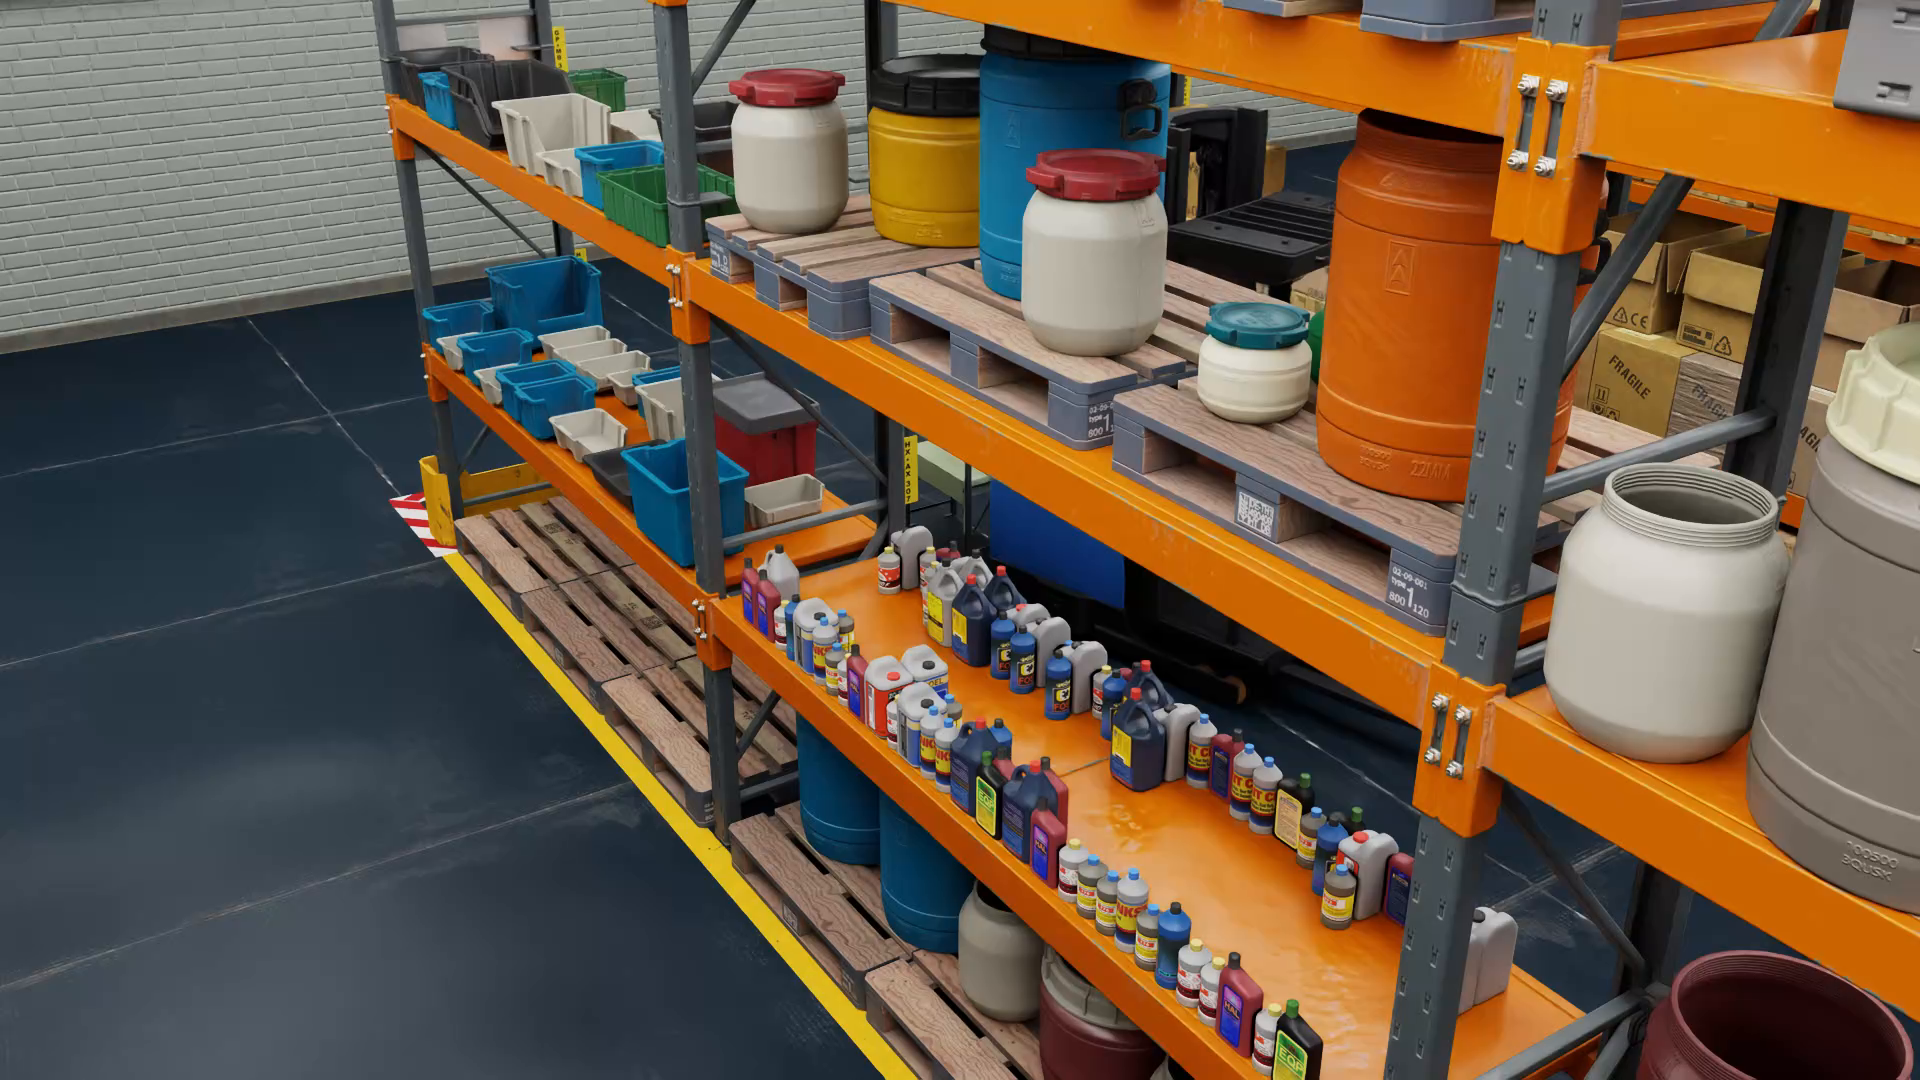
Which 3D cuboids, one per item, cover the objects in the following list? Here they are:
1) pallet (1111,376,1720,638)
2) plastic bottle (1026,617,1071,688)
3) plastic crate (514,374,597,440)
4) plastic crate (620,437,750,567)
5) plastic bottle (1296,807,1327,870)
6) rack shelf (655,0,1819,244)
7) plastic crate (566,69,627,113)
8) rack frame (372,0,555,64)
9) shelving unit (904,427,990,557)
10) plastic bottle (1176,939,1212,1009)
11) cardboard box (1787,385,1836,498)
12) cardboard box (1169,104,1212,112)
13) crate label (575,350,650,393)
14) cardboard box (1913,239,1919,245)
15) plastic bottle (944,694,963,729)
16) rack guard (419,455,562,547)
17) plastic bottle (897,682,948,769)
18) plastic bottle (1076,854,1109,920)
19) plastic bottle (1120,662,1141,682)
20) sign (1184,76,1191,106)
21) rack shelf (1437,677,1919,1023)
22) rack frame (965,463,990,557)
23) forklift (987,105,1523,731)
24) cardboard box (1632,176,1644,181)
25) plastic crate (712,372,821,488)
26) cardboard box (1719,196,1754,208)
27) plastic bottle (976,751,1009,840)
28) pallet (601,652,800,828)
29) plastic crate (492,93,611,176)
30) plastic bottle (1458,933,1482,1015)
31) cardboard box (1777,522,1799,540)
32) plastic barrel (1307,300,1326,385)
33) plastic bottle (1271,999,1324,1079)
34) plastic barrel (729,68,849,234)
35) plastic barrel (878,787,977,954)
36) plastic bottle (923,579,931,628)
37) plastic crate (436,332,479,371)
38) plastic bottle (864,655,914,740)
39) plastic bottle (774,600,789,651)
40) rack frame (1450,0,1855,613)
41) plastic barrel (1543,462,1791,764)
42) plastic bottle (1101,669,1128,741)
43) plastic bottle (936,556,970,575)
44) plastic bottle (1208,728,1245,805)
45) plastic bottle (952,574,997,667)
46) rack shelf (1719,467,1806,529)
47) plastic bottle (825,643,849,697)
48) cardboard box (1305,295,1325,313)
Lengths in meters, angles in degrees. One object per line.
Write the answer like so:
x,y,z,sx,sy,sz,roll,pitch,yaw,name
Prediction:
1.149,-0.201,4.369,1.003,0.211,1.213,-16,29,-30,pallet
0.336,0.417,6.499,0.152,0.276,0.135,-16,29,-30,plastic bottle
-2.141,-0.703,8.851,0.416,0.233,0.300,-16,29,-30,plastic crate
-1.239,-0.172,7.548,0.392,0.384,0.575,-16,29,-30,plastic crate
1.154,0.965,5.424,0.097,0.201,0.097,0,25,0,plastic bottle
0.393,-1.556,4.815,1.077,0.370,4.000,-16,29,-30,rack shelf
-2.105,-2.469,9.201,0.450,0.188,0.336,-16,29,-30,plastic crate
-2.882,-4.208,9.122,1.000,3.000,0.127,-16,29,-30,rack frame
0.004,-0.676,10.425,0.431,1.500,0.755,-16,29,-30,shelving unit
0.680,1.248,4.825,0.097,0.201,0.097,0,25,0,plastic bottle
4.327,-0.499,8.175,0.500,0.500,0.500,-15,29,-29,cardboard box
1.754,-2.942,12.417,0.500,0.500,0.500,-15,29,-29,cardboard box
-1.967,-0.952,9.492,0.396,0.136,0.243,-16,29,-30,crate label
7.310,-2.272,12.344,0.380,0.149,0.250,-16,30,-30,cardboard box
-0.039,0.658,6.074,0.097,0.201,0.097,0,25,0,plastic bottle
-2.906,-0.370,10.948,1.175,0.500,0.348,-16,29,-30,rack guard
-0.133,0.660,5.983,0.152,0.276,0.135,-16,29,-30,plastic bottle
0.414,1.074,5.194,0.097,0.201,0.097,0,25,0,plastic bottle
0.627,0.568,6.169,0.061,0.283,0.133,-16,29,-30,plastic bottle
1.730,-3.401,12.808,0.100,0.325,0.005,-16,29,-30,sign
2.577,1.051,2.339,1.077,0.370,4.000,-16,29,-30,rack shelf
0.203,-0.545,10.147,0.400,1.500,0.023,-16,29,-30,rack frame
1.579,-0.685,8.769,3.031,2.935,1.130,22,33,38,forklift
5.913,-3.212,14.335,0.380,0.149,0.250,-14,29,-27,cardboard box
-0.976,-0.498,8.146,0.402,0.464,0.583,-16,29,-30,plastic crate
6.396,-2.815,13.493,0.380,0.149,0.250,-15,29,-29,cardboard box
0.109,0.851,5.569,0.061,0.283,0.133,-16,29,-30,plastic bottle
-1.133,0.943,8.505,1.003,0.211,1.213,-16,29,-30,pallet
-1.931,-1.933,7.956,0.437,0.282,0.530,-16,29,-30,plastic crate
1.392,1.228,4.780,0.152,0.276,0.135,-16,29,-30,plastic bottle
4.306,0.096,9.030,1.225,0.875,0.875,-17,30,-31,cardboard box
1.099,-0.542,4.561,0.294,0.245,0.294,0,25,0,plastic barrel
0.907,1.374,4.462,0.061,0.283,0.133,-16,29,-30,plastic bottle
-0.621,-1.425,6.091,0.433,0.535,0.433,0,25,0,plastic barrel
-0.029,1.147,6.773,0.600,0.901,0.708,-16,29,-30,plastic barrel
-0.108,0.258,6.923,0.097,0.201,0.097,0,25,0,plastic bottle
-2.918,-1.104,9.813,0.250,0.136,0.298,-16,29,-30,plastic crate
-0.260,0.577,6.158,0.152,0.276,0.135,-16,29,-30,plastic bottle
-0.705,0.341,6.747,0.097,0.201,0.097,0,25,0,plastic bottle
1.485,-1.346,3.061,1.000,3.000,0.127,-16,29,-30,rack frame
1.398,0.142,3.291,0.421,0.512,0.421,0,25,0,plastic barrel
0.570,0.599,6.119,0.097,0.271,0.097,0,25,0,plastic bottle
-0.013,0.188,6.983,0.152,0.276,0.135,-16,29,-30,plastic bottle
0.927,0.765,5.752,0.061,0.283,0.133,-16,29,-30,plastic bottle
0.057,0.310,6.637,0.144,0.351,0.185,-16,29,-30,plastic bottle
4.543,-0.178,8.456,1.077,0.370,4.000,-16,29,-30,rack shelf
-0.472,0.494,6.423,0.097,0.201,0.097,0,25,0,plastic bottle
2.448,-1.506,10.720,0.380,0.149,0.250,-15,29,-29,cardboard box
